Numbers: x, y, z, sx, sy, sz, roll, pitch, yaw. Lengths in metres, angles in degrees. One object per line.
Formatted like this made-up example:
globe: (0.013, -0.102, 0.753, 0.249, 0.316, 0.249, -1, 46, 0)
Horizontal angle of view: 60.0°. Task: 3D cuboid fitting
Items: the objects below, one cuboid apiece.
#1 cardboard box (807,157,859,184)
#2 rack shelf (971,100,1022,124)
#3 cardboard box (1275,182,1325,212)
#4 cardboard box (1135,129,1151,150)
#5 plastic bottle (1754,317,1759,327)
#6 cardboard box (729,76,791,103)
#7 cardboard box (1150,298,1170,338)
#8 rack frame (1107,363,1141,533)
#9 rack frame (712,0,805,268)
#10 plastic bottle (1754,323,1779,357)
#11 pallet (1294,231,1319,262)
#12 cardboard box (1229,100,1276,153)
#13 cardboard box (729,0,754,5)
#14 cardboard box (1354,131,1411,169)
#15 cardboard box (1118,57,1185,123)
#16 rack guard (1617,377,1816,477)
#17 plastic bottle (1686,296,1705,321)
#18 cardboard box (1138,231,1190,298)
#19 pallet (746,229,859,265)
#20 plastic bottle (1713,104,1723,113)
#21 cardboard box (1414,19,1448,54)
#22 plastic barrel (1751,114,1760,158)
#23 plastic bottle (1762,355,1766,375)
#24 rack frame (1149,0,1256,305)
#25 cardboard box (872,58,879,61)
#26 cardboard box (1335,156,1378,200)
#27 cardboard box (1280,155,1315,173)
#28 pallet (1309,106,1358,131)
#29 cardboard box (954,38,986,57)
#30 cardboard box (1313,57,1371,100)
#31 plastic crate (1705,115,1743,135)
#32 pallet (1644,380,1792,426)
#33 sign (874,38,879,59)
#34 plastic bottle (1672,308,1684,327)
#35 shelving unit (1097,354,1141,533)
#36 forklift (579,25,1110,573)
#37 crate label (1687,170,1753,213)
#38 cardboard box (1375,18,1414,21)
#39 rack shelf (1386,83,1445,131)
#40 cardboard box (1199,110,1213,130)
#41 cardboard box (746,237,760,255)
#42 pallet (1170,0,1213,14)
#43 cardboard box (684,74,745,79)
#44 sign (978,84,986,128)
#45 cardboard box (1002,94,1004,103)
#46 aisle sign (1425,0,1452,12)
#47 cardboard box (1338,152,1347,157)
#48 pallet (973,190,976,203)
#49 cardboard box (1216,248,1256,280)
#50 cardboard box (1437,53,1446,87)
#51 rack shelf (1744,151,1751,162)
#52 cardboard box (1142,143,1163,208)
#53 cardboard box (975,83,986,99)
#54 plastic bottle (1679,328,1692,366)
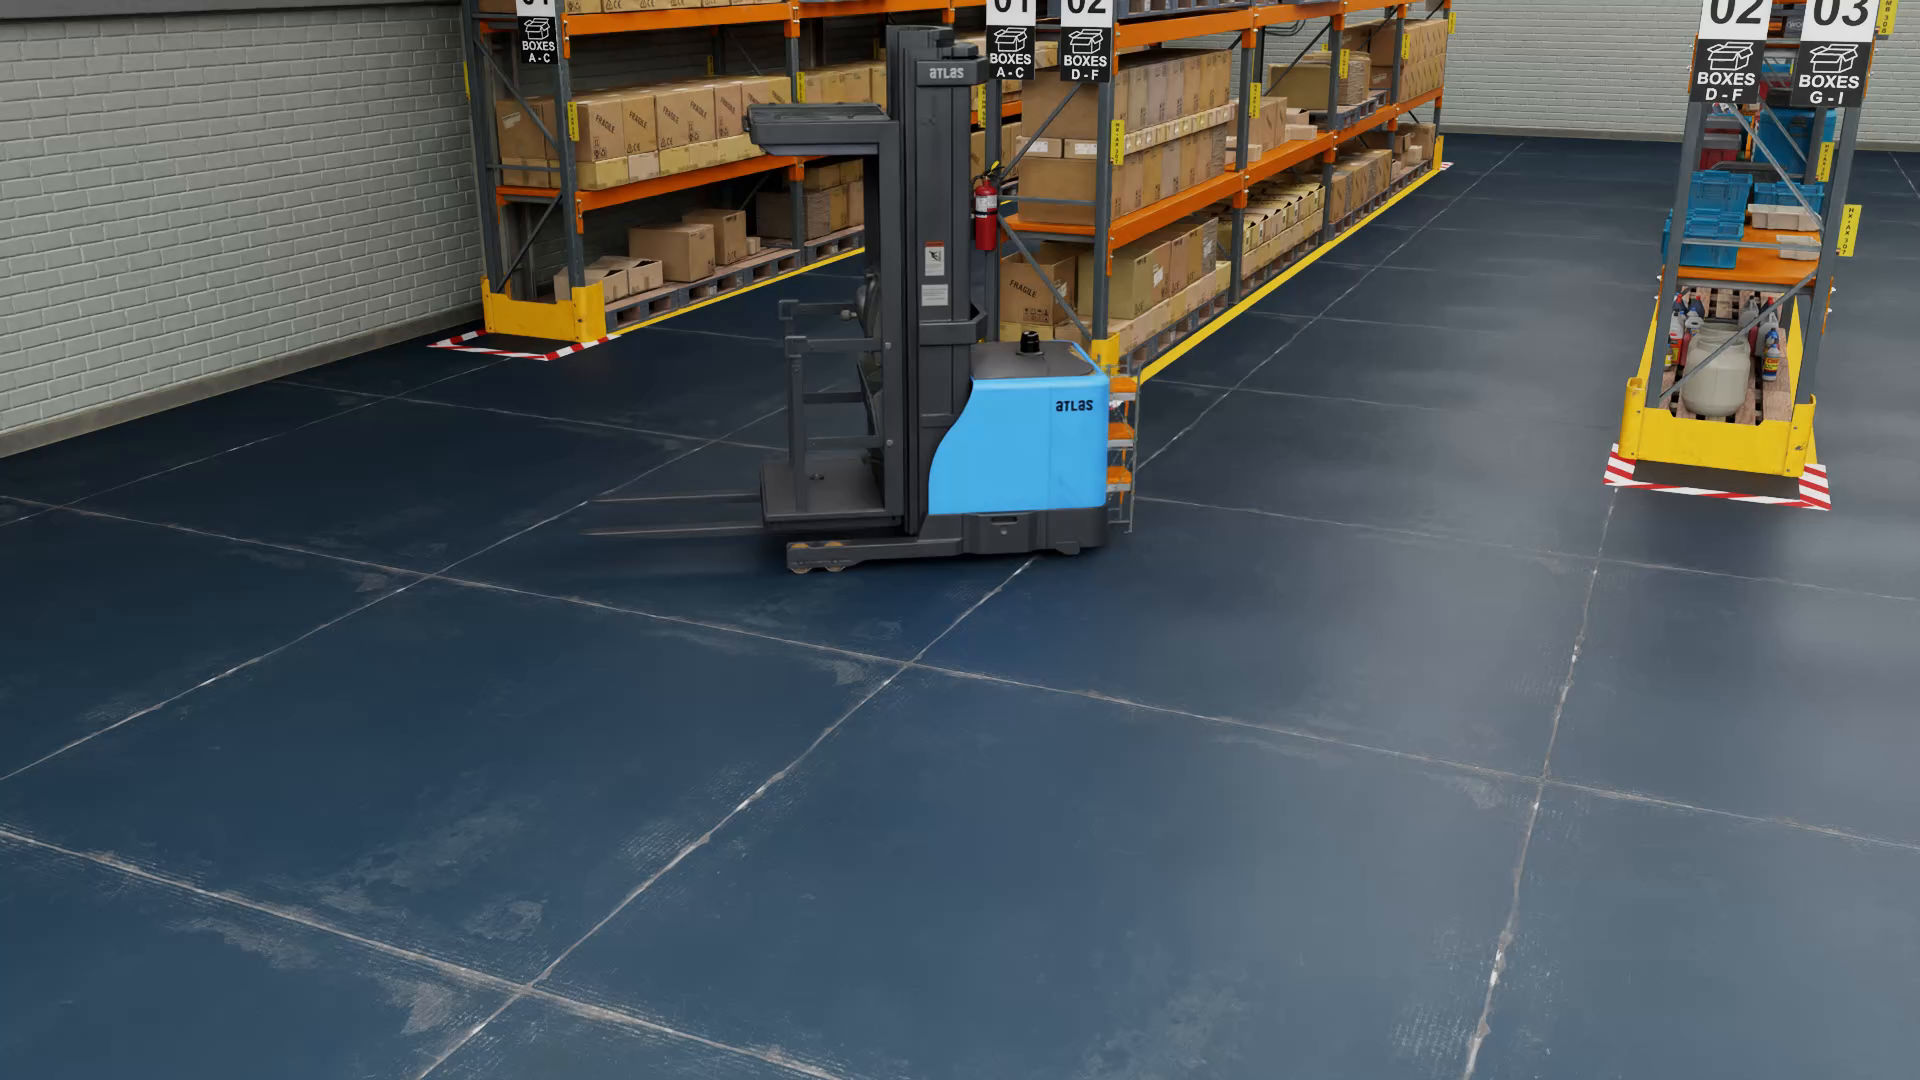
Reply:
cardboard box: (-1.534, -4.417, 19.868, 0.500, 0.250, 0.500, 8, 21, 21)
rack shelf: (0.249, -6.008, 23.459, 1.077, 0.370, 4.000, 9, 21, 23)
cardboard box: (3.961, -4.029, 19.462, 0.500, 0.311, 0.500, 9, 22, 24)
cardboard box: (1.347, -3.288, 13.621, 0.380, 0.149, 0.250, 8, 21, 22)
plastic bottle: (6.515, -1.693, 13.650, 0.061, 0.283, 0.133, 9, 21, 23)
cardboard box: (-2.119, -4.618, 17.551, 0.500, 0.500, 0.500, 8, 21, 23)
cardboard box: (1.504, -1.953, 14.461, 0.500, 0.250, 0.500, 9, 21, 23)
rack frame: (0.952, -0.537, 9.906, 0.200, 1.050, 0.008, -2, 20, -9)
rack frame: (-2.208, -4.513, 18.181, 1.000, 3.000, 0.127, 9, 21, 23)
plastic bottle: (6.549, -1.634, 13.496, 0.152, 0.276, 0.135, 9, 21, 24)
pallet: (3.579, -3.497, 19.486, 1.003, 0.211, 1.213, 9, 21, 23)
cardboard box: (3.063, -4.428, 17.793, 0.500, 0.500, 0.500, 9, 21, 23)
cardboard box: (-2.408, -5.641, 16.699, 0.500, 0.500, 0.500, 7, 21, 18)
cardboard box: (6.354, -5.886, 25.111, 0.797, 0.503, 0.637, 9, 21, 23)
cardboard box: (1.521, -3.896, 14.361, 0.700, 0.500, 0.500, 9, 21, 23)
rack guard: (5.181, -0.782, 11.423, 1.175, 0.500, 0.348, 9, 21, 23)
plastic bottle: (6.253, -1.903, 14.139, 0.144, 0.351, 0.185, 9, 21, 23)
cardboard box: (1.715, -2.458, 14.763, 0.500, 0.500, 0.500, 9, 21, 23)
pallet: (-1.890, -3.437, 19.318, 1.003, 0.211, 1.213, 9, 21, 23)
plastic bottle: (8.947, -5.025, 19.694, 0.144, 0.351, 0.185, 9, 21, 23)
cardboard box: (7.296, -7.847, 25.915, 0.500, 0.500, 0.500, 8, 21, 22)
plastic barrel: (7.900, -3.836, 16.076, 0.433, 0.535, 0.433, 0, 20, 0)
plastic bottle: (6.262, -1.362, 12.843, 0.097, 0.201, 0.097, 0, 20, 0)
rack frame: (2.313, -3.834, 16.273, 1.000, 3.000, 0.127, 9, 21, 23)
cardboard box: (-0.753, -5.845, 21.121, 0.700, 0.500, 0.500, 6, 20, 16)
cardboard box: (5.233, -4.816, 22.107, 0.500, 0.500, 0.500, 9, 21, 23)
cardboard box: (4.139, -4.776, 20.875, 0.500, 0.250, 0.500, 9, 22, 25)
pallet: (4.165, -5.183, 20.353, 1.213, 0.211, 1.003, 9, 21, 23)
cardboard box: (0.071, -6.553, 22.177, 0.500, 0.250, 0.500, 8, 21, 22)
cardboard box: (4.922, -5.976, 21.520, 0.700, 0.500, 0.500, 3, 20, 9)
plastic crate: (7.528, -3.954, 16.515, 0.402, 0.464, 0.583, 9, 21, 23)
pallet: (5.519, -0.894, 12.167, 1.003, 0.211, 1.213, 9, 21, 23)
sign: (-1.077, -6.356, 21.637, 0.100, 0.325, 0.005, 9, 21, 23)
plastic bottle: (5.870, -1.735, 13.667, 0.144, 0.351, 0.185, 8, 21, 22)
shelving unit: (0.932, -0.578, 10.019, 0.215, 1.050, 0.252, -2, 20, -9)
forklift: (-0.696, -1.382, 9.480, 3.031, 2.935, 1.130, -3, 20, -7)
crate label: (5.700, -2.547, 12.601, 0.502, 0.435, 0.616, 9, 21, 23)
cardboard box: (6.805, -7.921, 26.124, 0.500, 0.500, 0.500, 9, 22, 24)
rack shelf: (6.408, -6.552, 24.989, 1.077, 0.370, 4.000, 9, 21, 23)
cardboard box: (2.083, -3.838, 15.167, 0.380, 0.149, 0.250, 9, 21, 23)
cardboard box: (-2.399, -3.217, 18.111, 0.380, 0.166, 0.250, 6, 20, 16)
pallet: (1.487, -4.570, 13.997, 1.003, 0.211, 1.213, 9, 21, 23)
cardboard box: (-2.591, -4.690, 17.754, 0.500, 0.500, 0.500, 8, 21, 21)
sign: (0.186, -3.347, 12.822, 0.100, 0.325, 0.005, 9, 21, 23)
cardboard box: (0.395, -6.166, 23.174, 0.380, 0.149, 0.250, 9, 21, 23)
aisle sign: (7.535, -8.706, 26.093, 0.394, 0.787, 0.004, 9, 21, 23)
cardboard box: (4.961, -5.030, 22.710, 0.500, 0.500, 0.500, 9, 21, 23)
pallet: (-0.178, -4.652, 22.735, 1.003, 0.211, 1.213, 9, 21, 23)
cardboard box: (2.704, -2.826, 16.914, 0.500, 0.250, 0.500, 8, 21, 21)
cardboard box: (7.292, -7.375, 26.081, 0.500, 0.500, 0.500, 9, 22, 24)
rack shelf: (7.650, -3.426, 16.198, 1.077, 0.370, 4.000, 9, 21, 23)
cardboard box: (1.297, -3.111, 14.092, 0.700, 0.500, 0.500, 9, 21, 23)
cardboard box: (0.086, -6.204, 22.315, 0.500, 0.500, 0.500, 9, 22, 24)
plastic bottle: (5.770, -1.538, 13.215, 0.061, 0.283, 0.133, 9, 21, 23)
